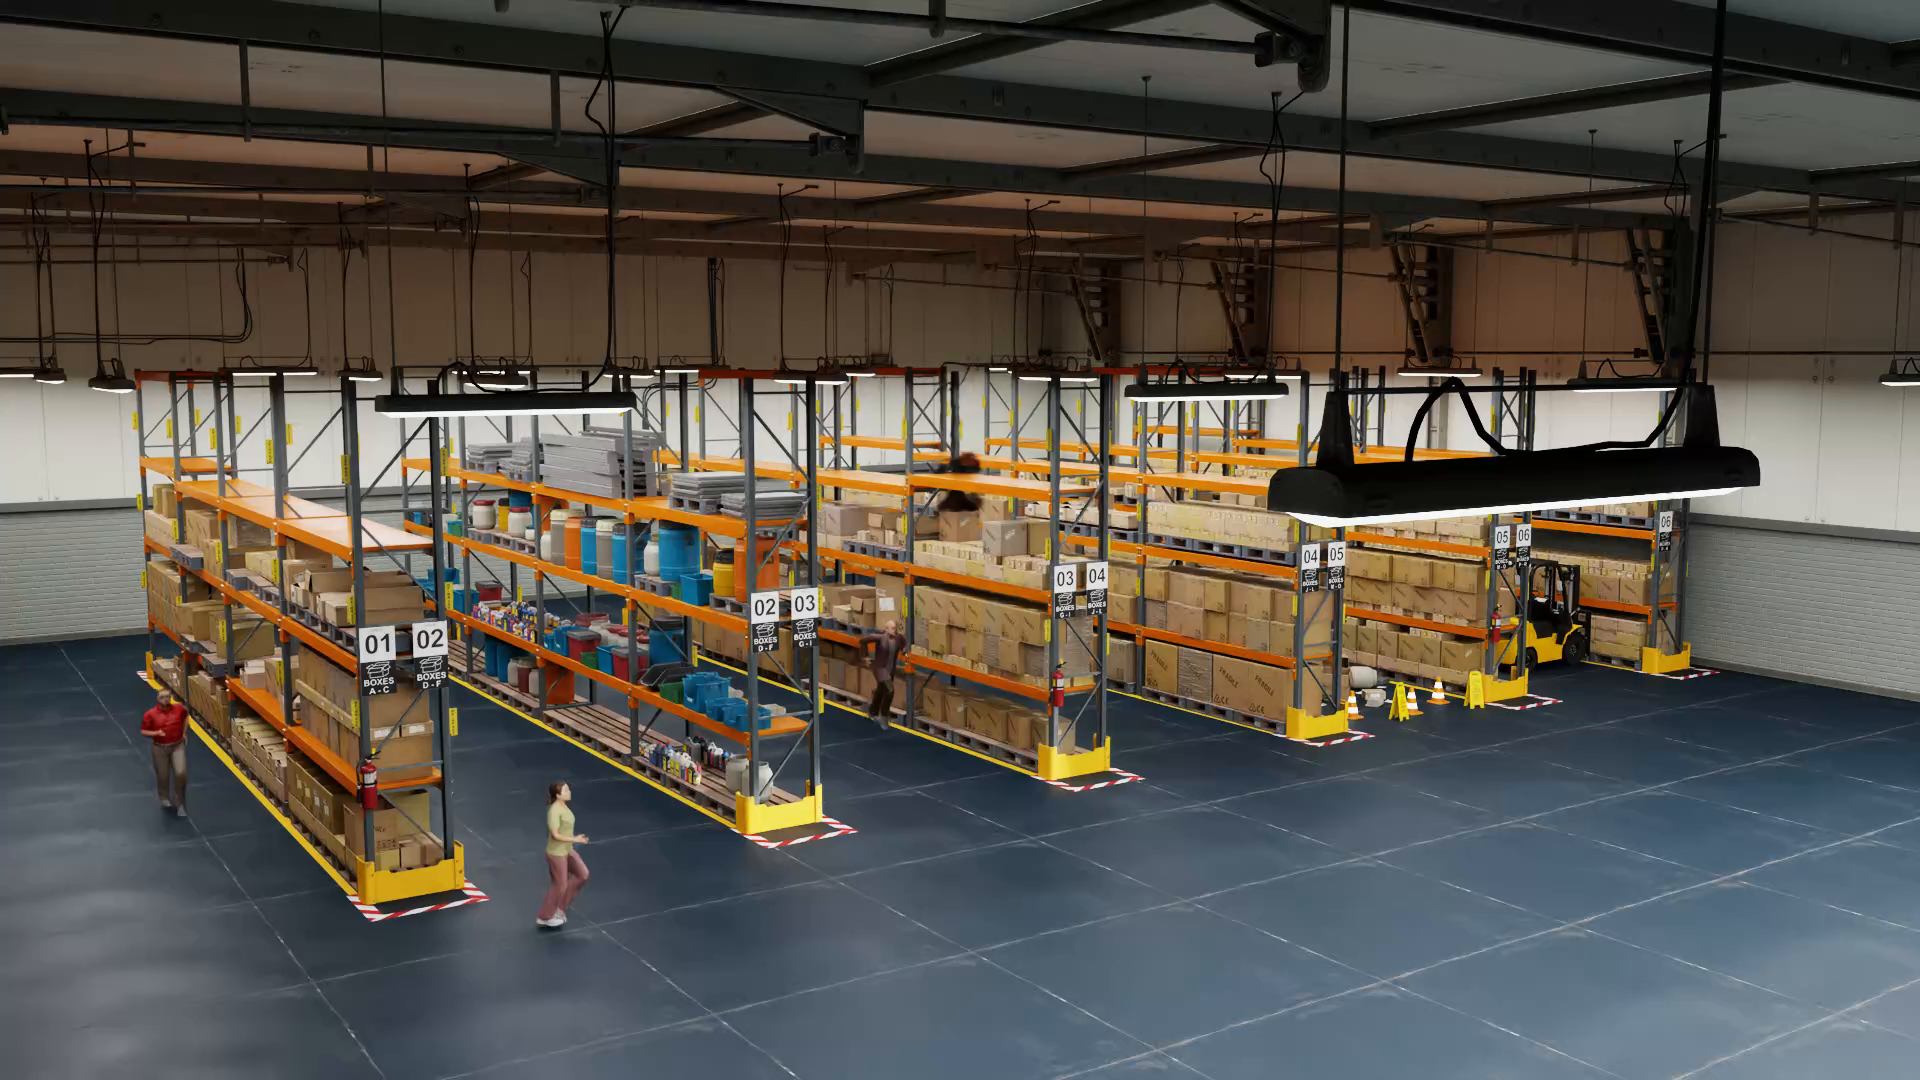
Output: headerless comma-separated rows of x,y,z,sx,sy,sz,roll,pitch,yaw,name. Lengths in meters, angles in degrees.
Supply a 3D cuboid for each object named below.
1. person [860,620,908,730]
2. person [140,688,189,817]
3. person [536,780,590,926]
-1.220,2.169,26.914,0.693,1.790,0.967,-6,9,-41,person
-10.869,2.922,22.811,0.640,1.800,0.795,-4,8,-32,person
-4.371,3.446,18.325,0.621,1.653,0.607,0,6,1,person
